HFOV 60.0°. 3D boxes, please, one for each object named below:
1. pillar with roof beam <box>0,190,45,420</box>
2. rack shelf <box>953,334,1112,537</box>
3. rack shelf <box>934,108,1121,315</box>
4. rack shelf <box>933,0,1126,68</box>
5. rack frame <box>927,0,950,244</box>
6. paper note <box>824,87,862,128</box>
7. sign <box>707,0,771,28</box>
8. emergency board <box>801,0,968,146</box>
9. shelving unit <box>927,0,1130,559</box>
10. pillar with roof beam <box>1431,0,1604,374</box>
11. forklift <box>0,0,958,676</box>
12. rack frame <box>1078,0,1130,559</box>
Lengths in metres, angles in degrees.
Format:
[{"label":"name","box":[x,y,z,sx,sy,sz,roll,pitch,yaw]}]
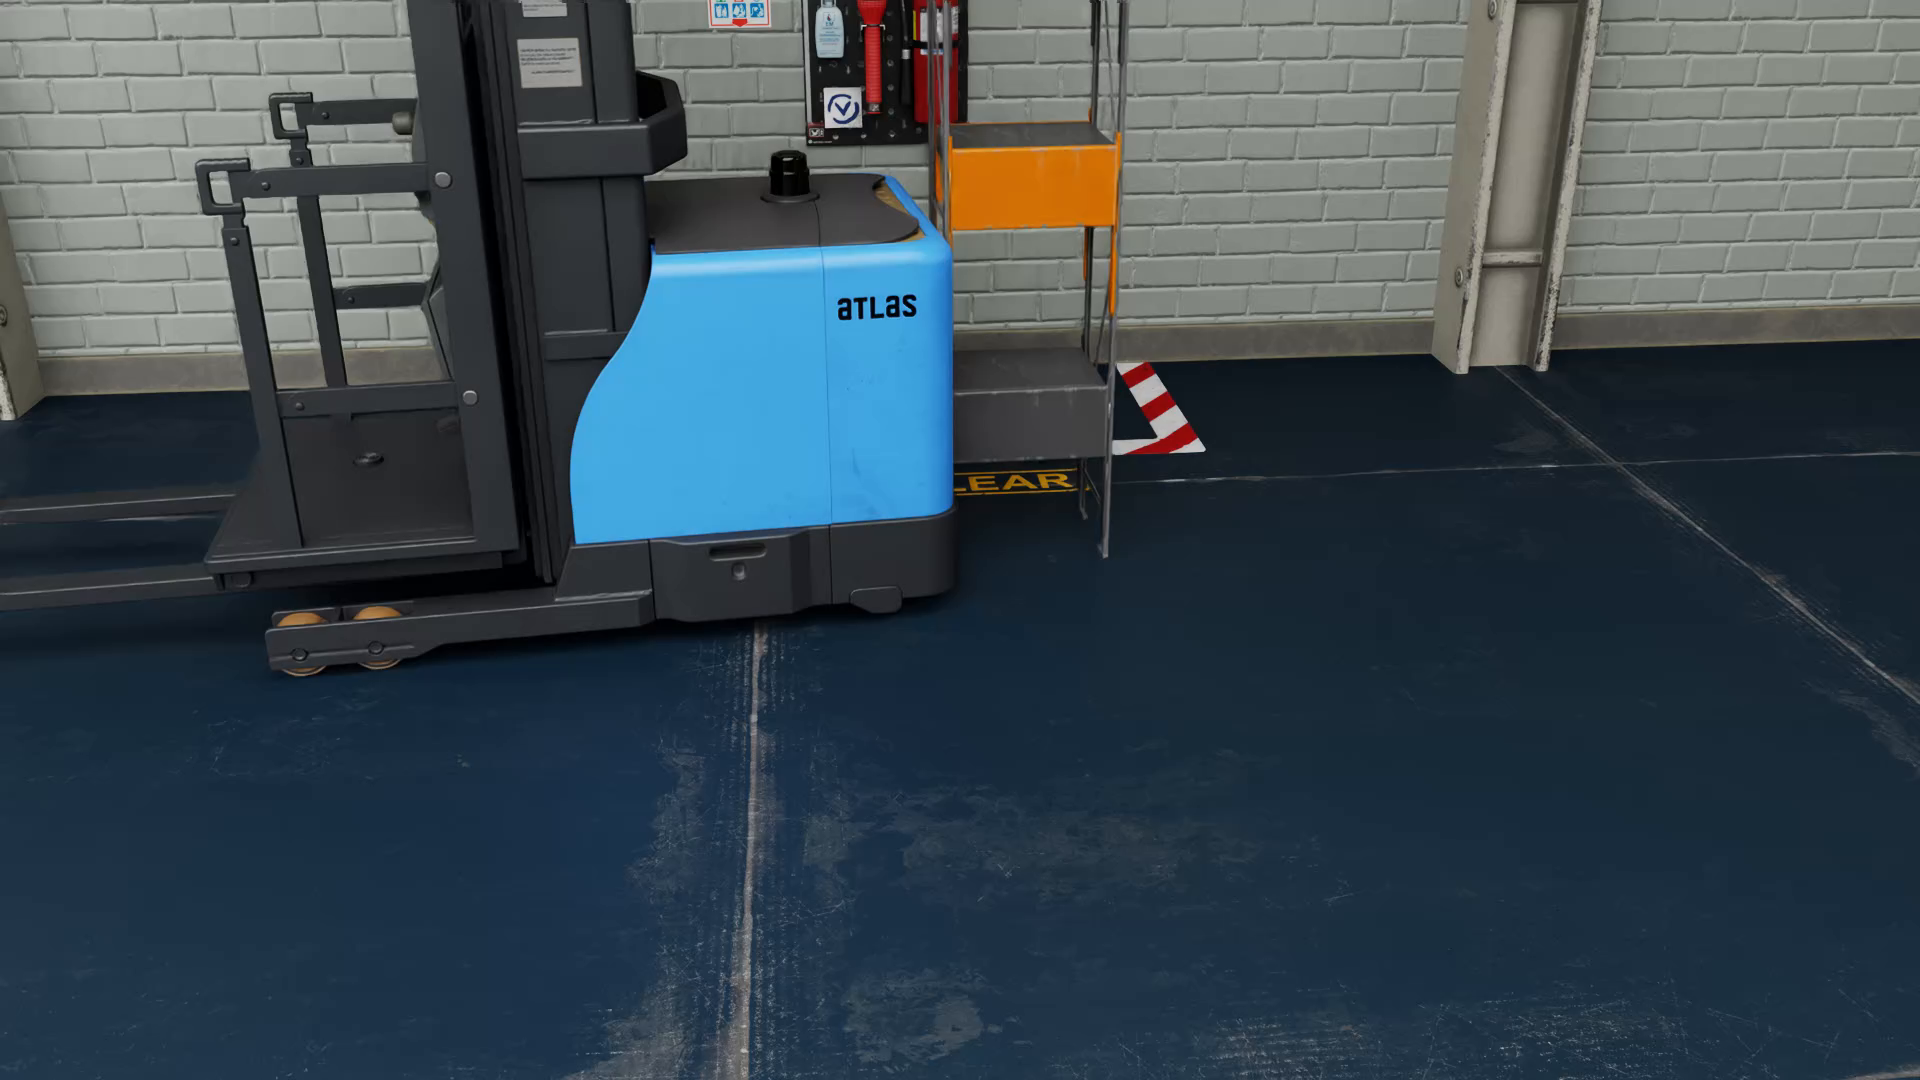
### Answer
[{"label":"pillar with roof beam","box":[-3.349,-2.880,0.650,0.400,9.000,9.100,-2,24,-5]},{"label":"rack shelf","box":[0.180,-0.317,5.134,0.480,0.518,0.431,-3,24,-7]},{"label":"rack shelf","box":[0.180,-0.956,4.850,0.480,0.518,0.431,-3,24,-7]},{"label":"rack shelf","box":[0.180,-1.596,4.566,0.480,0.518,0.431,-3,24,-7]},{"label":"rack frame","box":[-0.062,-0.956,4.816,0.015,2.100,0.400,-3,24,-7]},{"label":"paper note","box":[-0.447,-1.653,6.361,0.142,0.148,0.016,-2,24,-5]},{"label":"sign","box":[-0.825,-2.071,6.172,0.234,0.329,0.001,-2,24,-5]},{"label":"emergency board","box":[-0.264,-2.035,6.135,0.643,1.169,0.194,-2,24,-5]},{"label":"shelving unit","box":[0.180,-0.969,4.844,0.503,2.100,0.431,-3,24,-7]},{"label":"pillar with roof beam","box":[2.622,-3.119,1.189,0.400,9.000,9.100,-2,24,-5]},{"label":"forklift","box":[-1.575,-1.210,4.364,3.031,2.935,1.130,-5,24,-10]},{"label":"rack frame","box":[0.422,-0.982,4.873,0.015,2.100,0.400,-3,24,-7]}]
